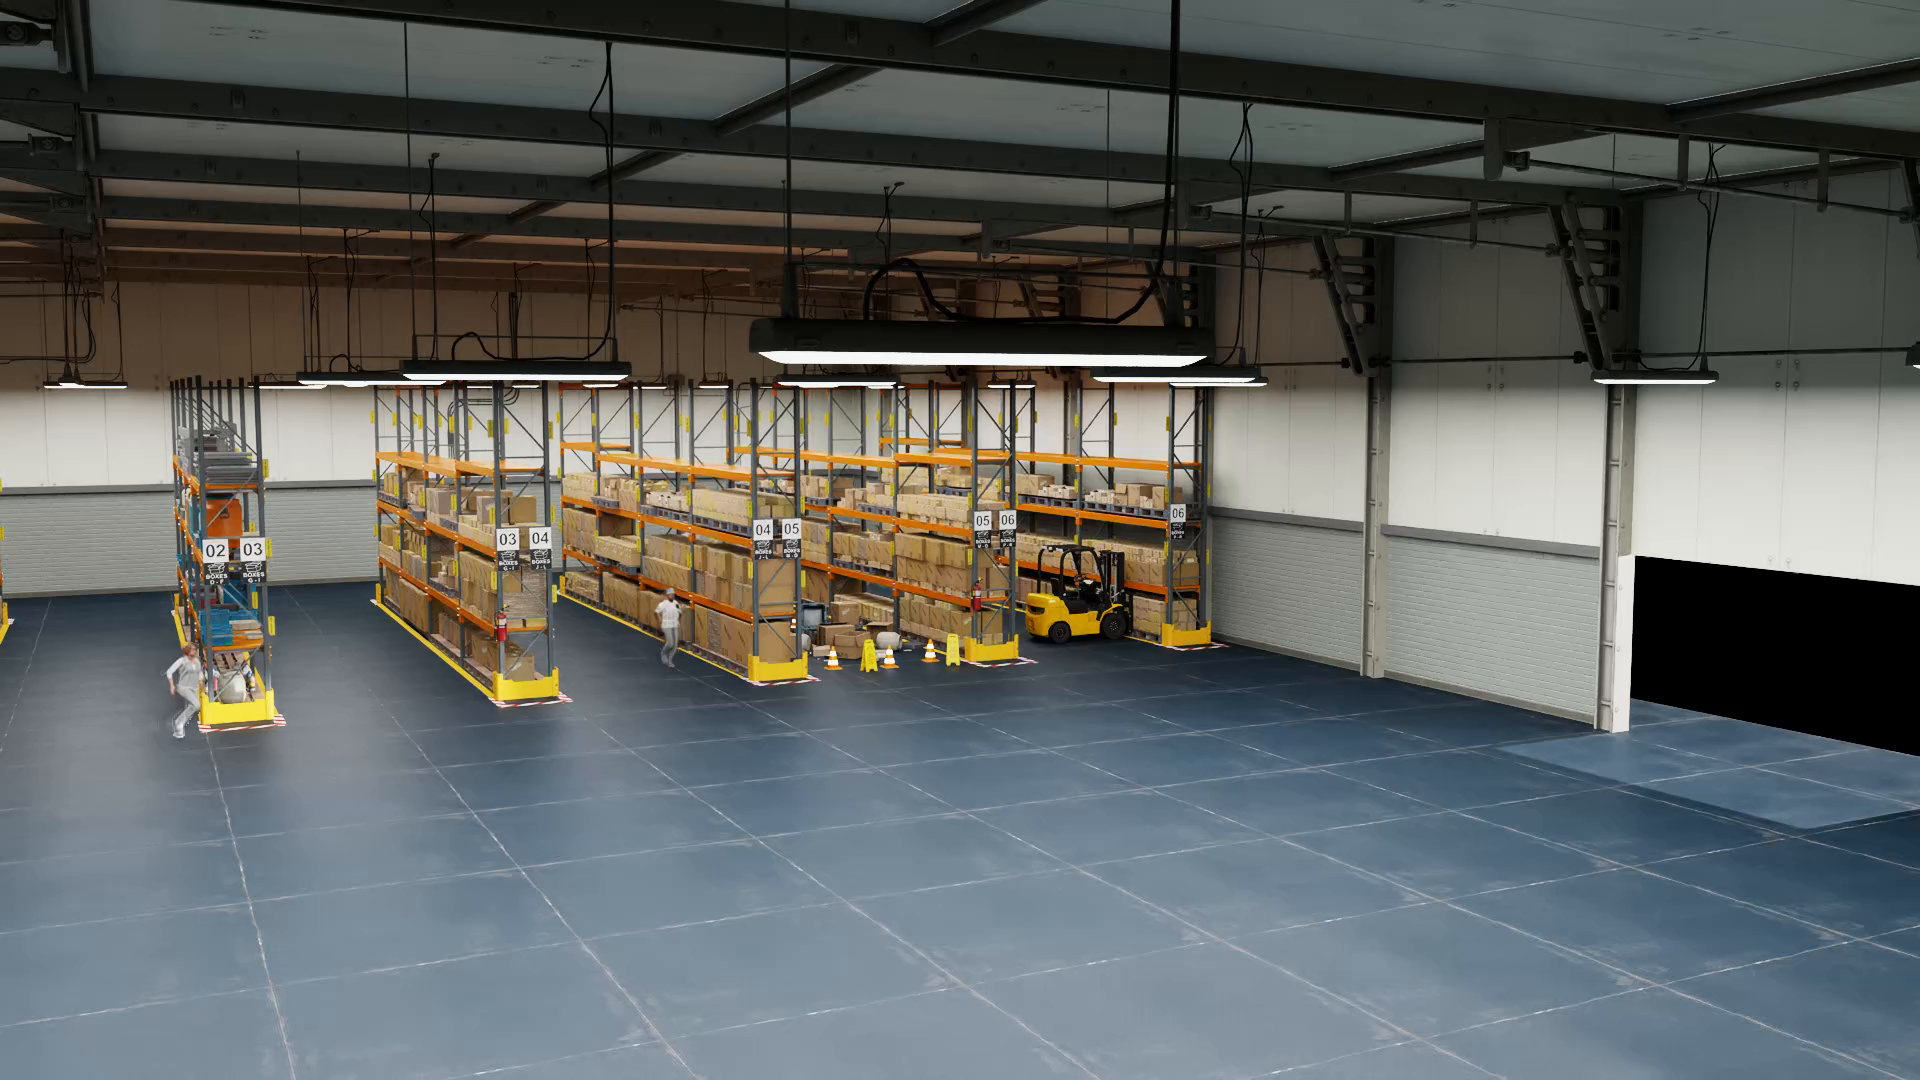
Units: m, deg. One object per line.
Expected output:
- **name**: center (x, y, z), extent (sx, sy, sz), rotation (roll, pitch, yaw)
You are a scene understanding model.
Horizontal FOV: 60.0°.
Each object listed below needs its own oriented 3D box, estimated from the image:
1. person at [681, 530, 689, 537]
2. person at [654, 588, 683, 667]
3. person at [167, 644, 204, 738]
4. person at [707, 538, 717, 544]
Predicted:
- **person**: center (-8.264, 0.381, 50.200), extent (0.936, 1.765, 0.657), rotation (-3, 6, -30)
- **person**: center (-5.998, 1.819, 34.572), extent (0.561, 1.661, 0.562), rotation (-4, 6, -37)
- **person**: center (-12.779, 2.497, 27.624), extent (0.538, 1.530, 0.549), rotation (2, 6, 24)
- **person**: center (-7.533, 0.403, 50.752), extent (0.630, 1.614, 0.636), rotation (-2, 5, -19)
